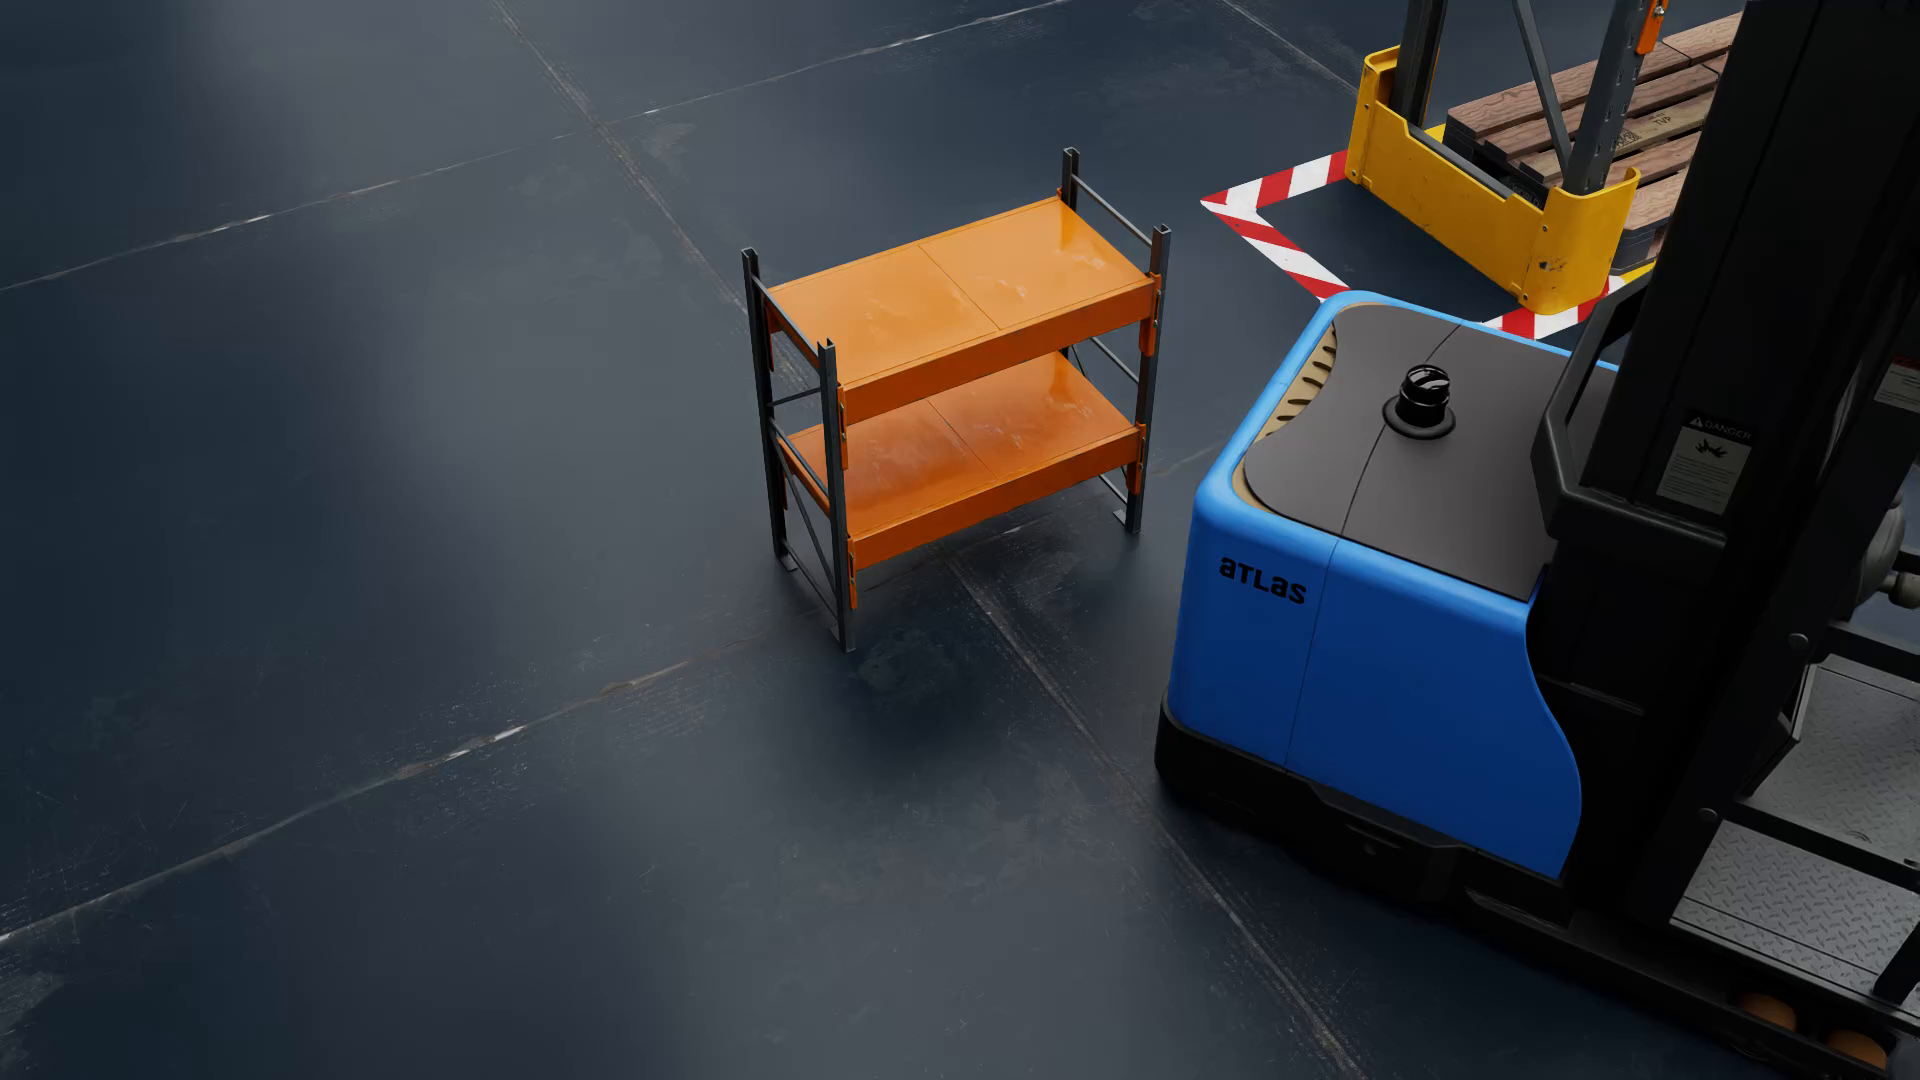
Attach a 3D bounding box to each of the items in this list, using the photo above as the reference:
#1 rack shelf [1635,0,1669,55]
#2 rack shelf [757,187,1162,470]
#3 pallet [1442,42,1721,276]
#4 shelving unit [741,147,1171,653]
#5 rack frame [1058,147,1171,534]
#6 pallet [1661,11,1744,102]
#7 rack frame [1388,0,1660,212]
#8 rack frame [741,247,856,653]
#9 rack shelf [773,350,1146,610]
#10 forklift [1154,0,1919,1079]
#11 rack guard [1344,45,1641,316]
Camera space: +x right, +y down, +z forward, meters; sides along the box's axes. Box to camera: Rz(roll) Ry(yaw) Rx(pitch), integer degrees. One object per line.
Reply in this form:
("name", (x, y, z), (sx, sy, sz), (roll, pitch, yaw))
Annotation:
("rack shelf", (3.734, -2.747, 6.443), (4.000, 0.370, 1.077), (-22, 48, -21))
("rack shelf", (-0.006, -0.611, 4.652), (1.000, 0.278, 0.538), (-22, 48, -21))
("pallet", (2.734, -1.573, 6.720), (1.213, 0.211, 1.003), (-22, 48, -21))
("shelving unit", (-0.006, -0.401, 4.856), (1.048, 1.125, 0.538), (-22, 48, -21))
("rack frame", (0.435, -0.578, 5.038), (0.032, 1.125, 0.500), (-22, 48, -21))
("pallet", (3.791, -1.994, 7.153), (1.213, 0.211, 1.003), (-22, 48, -21))
("rack frame", (2.000, -2.311, 5.478), (0.127, 3.000, 1.000), (-22, 48, -21))
("rack frame", (-0.447, -0.225, 4.674), (0.032, 1.125, 0.500), (-22, 48, -21))
("rack shelf", (-0.006, -0.226, 5.026), (1.000, 0.278, 0.538), (-22, 48, -21))
("forklift", (2.069, -0.174, 3.325), (3.031, 2.935, 1.130), (21, 48, 20))
("rack guard", (1.985, -1.398, 6.332), (0.348, 0.500, 1.175), (-22, 48, -21))
